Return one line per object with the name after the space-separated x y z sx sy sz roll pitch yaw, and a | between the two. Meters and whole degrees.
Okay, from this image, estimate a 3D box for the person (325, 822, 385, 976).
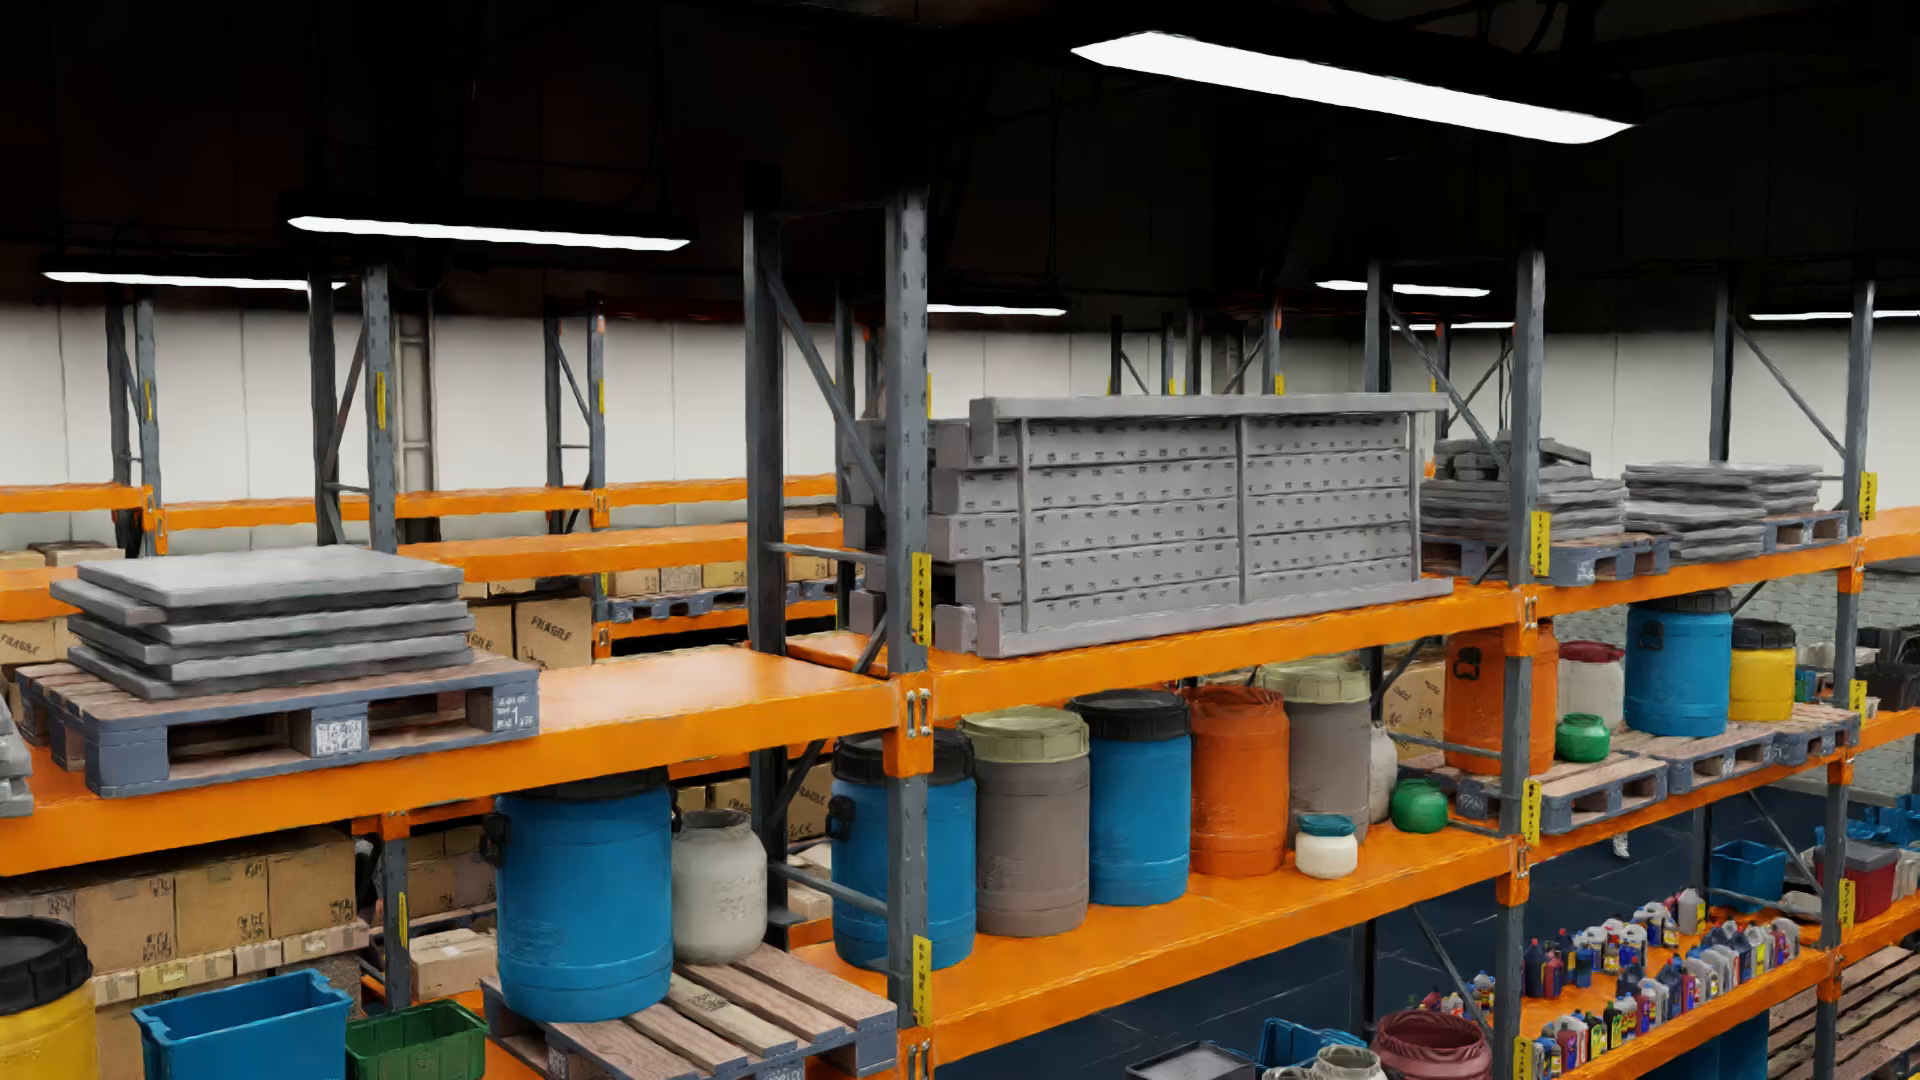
-5.006 3.016 13.720 0.682 1.661 0.844 4 7 33 | person

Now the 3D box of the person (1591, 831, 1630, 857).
7.059 2.548 18.194 0.689 1.726 0.755 3 6 28 | person
